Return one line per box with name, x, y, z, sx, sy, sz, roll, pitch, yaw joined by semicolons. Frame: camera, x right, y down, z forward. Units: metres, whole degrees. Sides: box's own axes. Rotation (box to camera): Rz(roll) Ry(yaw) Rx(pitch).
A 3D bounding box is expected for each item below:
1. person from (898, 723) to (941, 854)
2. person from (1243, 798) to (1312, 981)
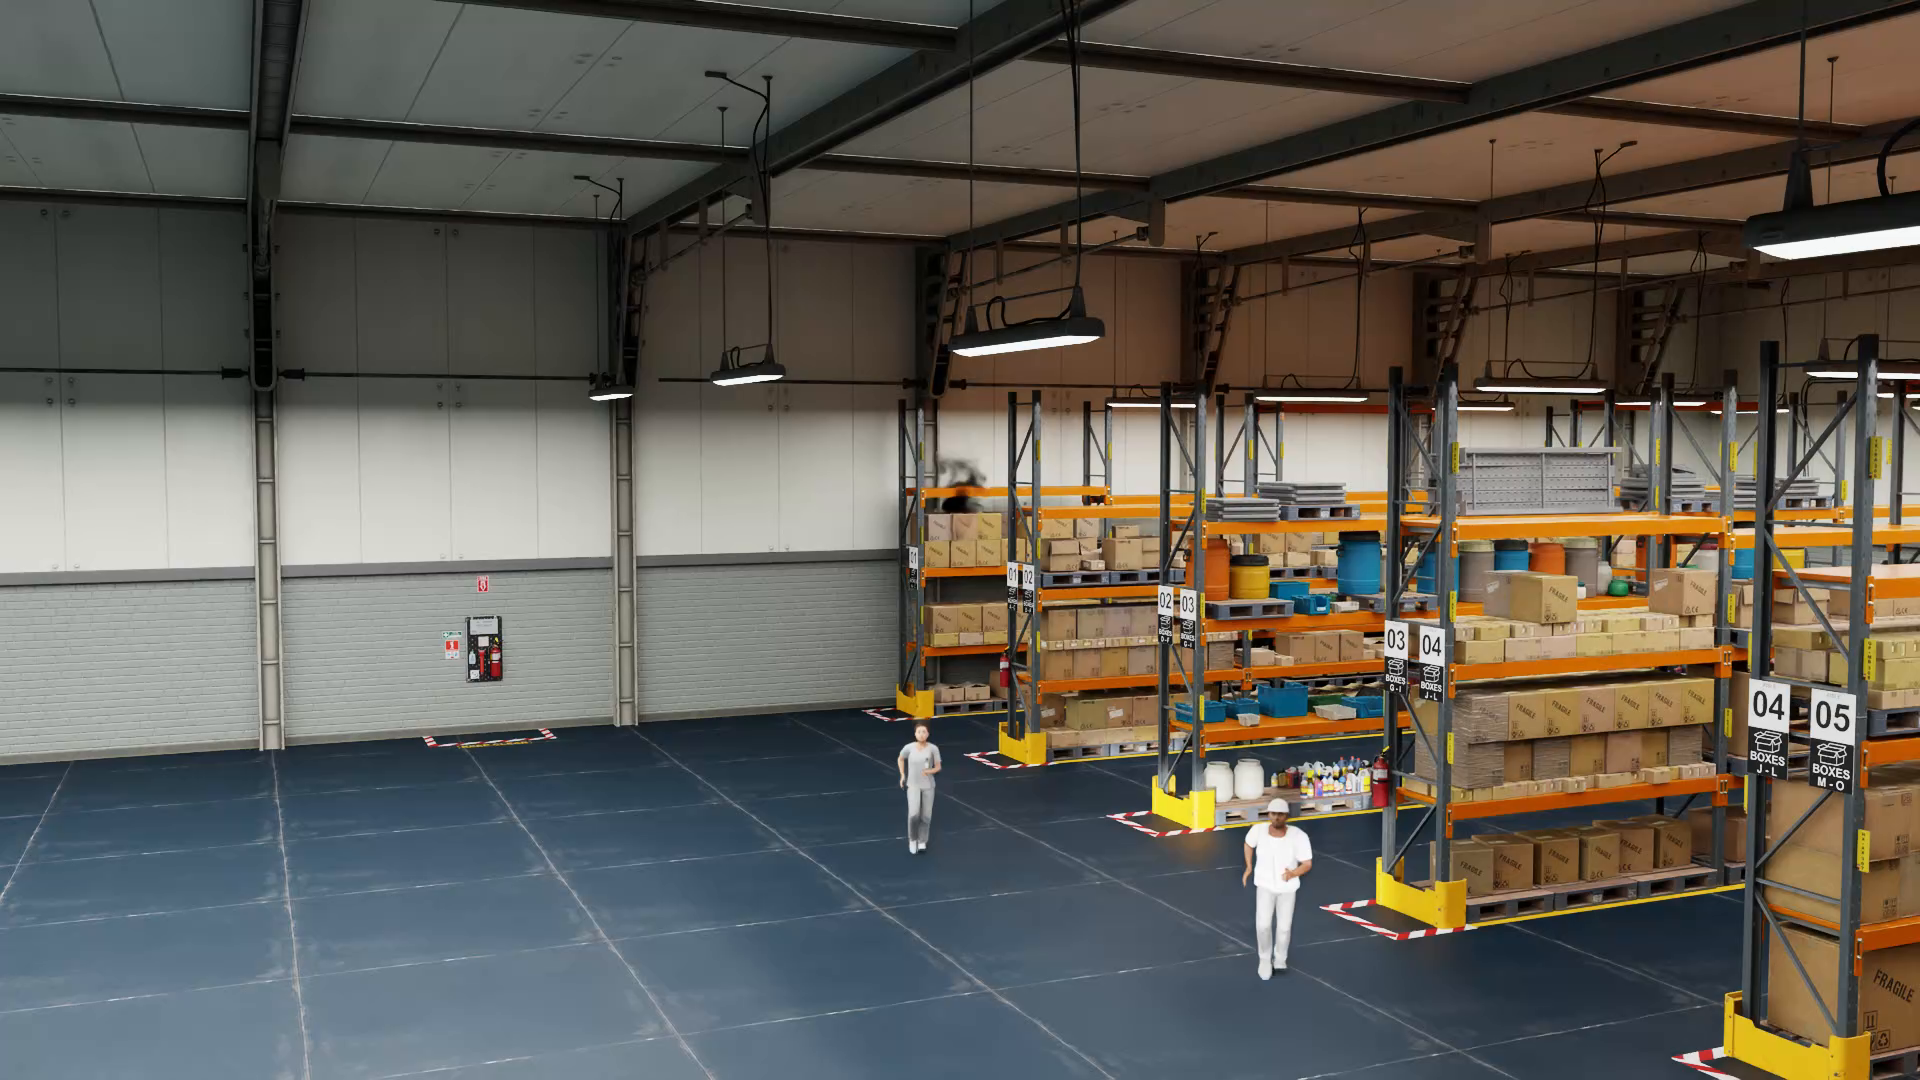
person;-0.500;3.104;20.800;0.538;1.641;0.653;0;3;-4
person;3.043;3.353;15.980;0.665;1.769;0.775;1;3;15
